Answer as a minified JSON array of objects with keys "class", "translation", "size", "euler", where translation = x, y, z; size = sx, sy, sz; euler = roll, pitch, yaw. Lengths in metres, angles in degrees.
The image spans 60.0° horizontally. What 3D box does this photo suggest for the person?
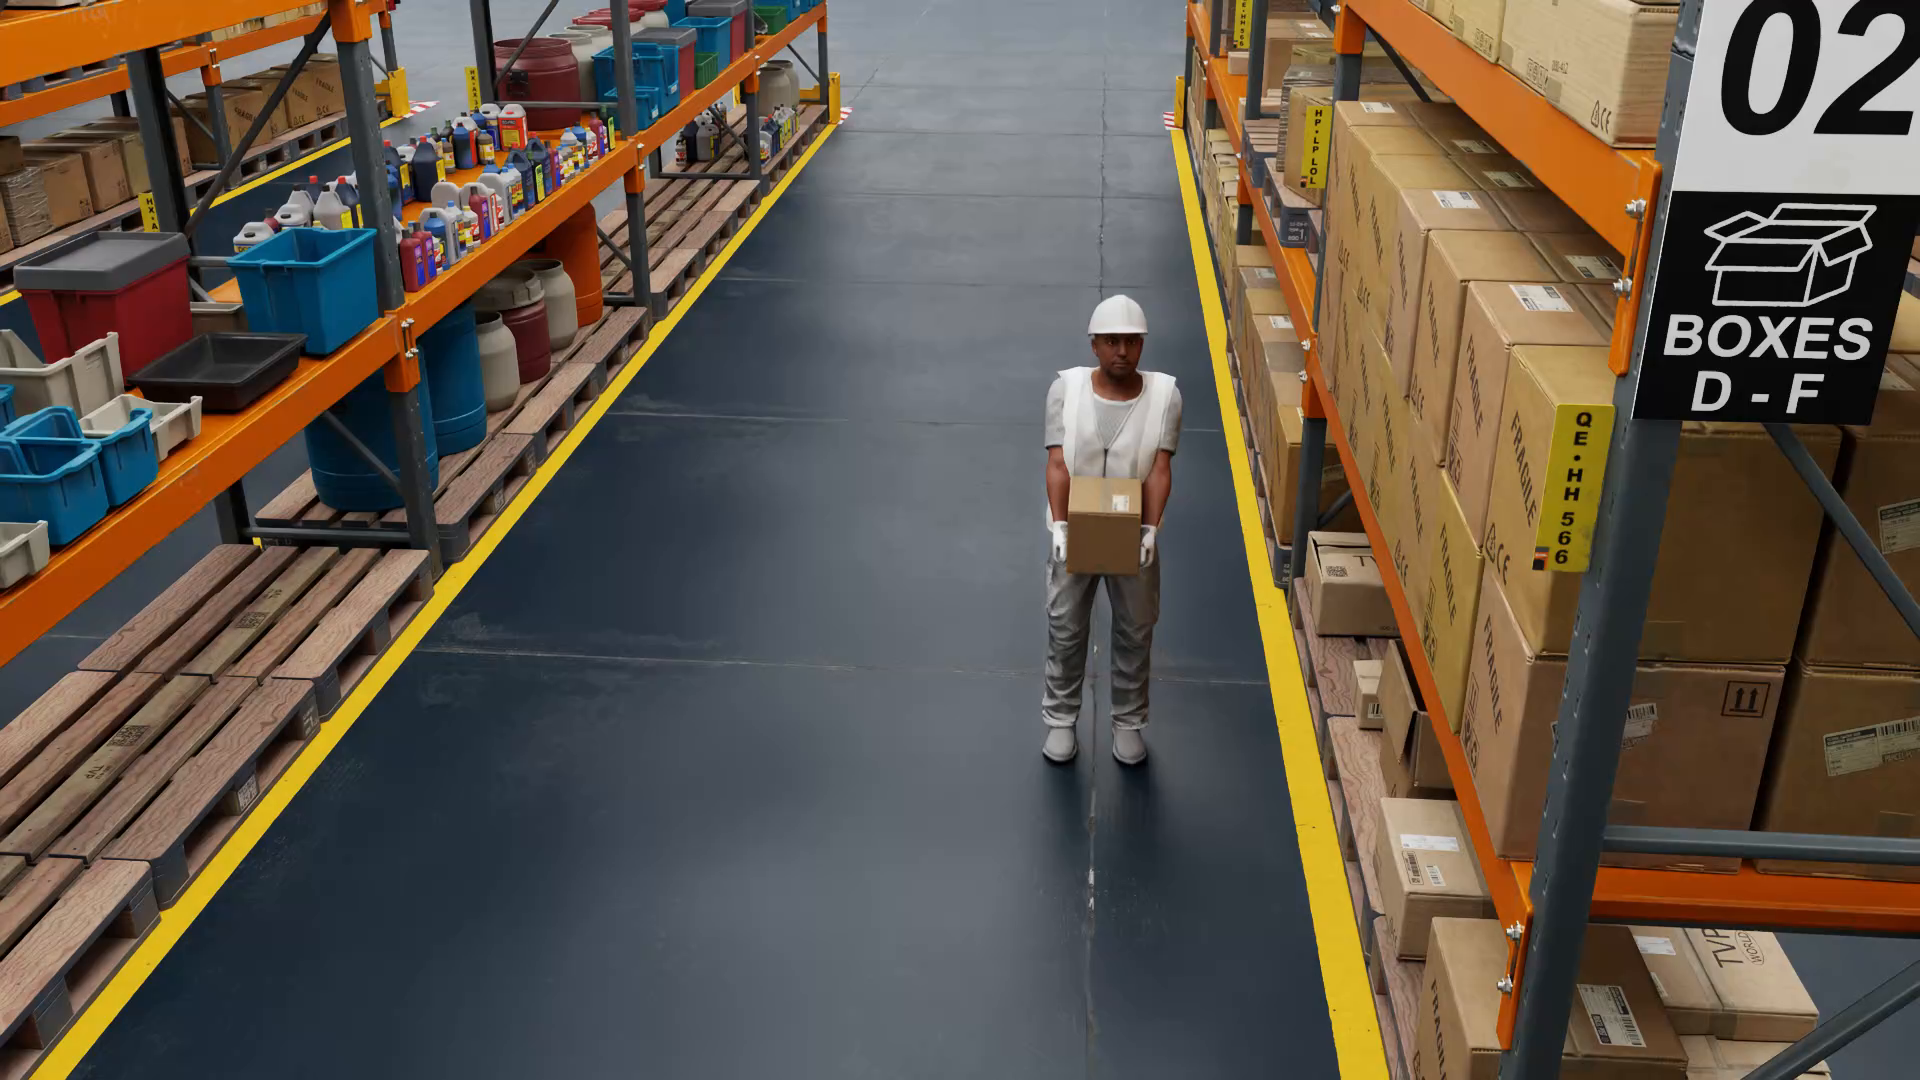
[{"class":"person","translation":[0.537,0.019,6.042],"size":[0.488,1.778,0.573],"euler":[2,24,5]}]
